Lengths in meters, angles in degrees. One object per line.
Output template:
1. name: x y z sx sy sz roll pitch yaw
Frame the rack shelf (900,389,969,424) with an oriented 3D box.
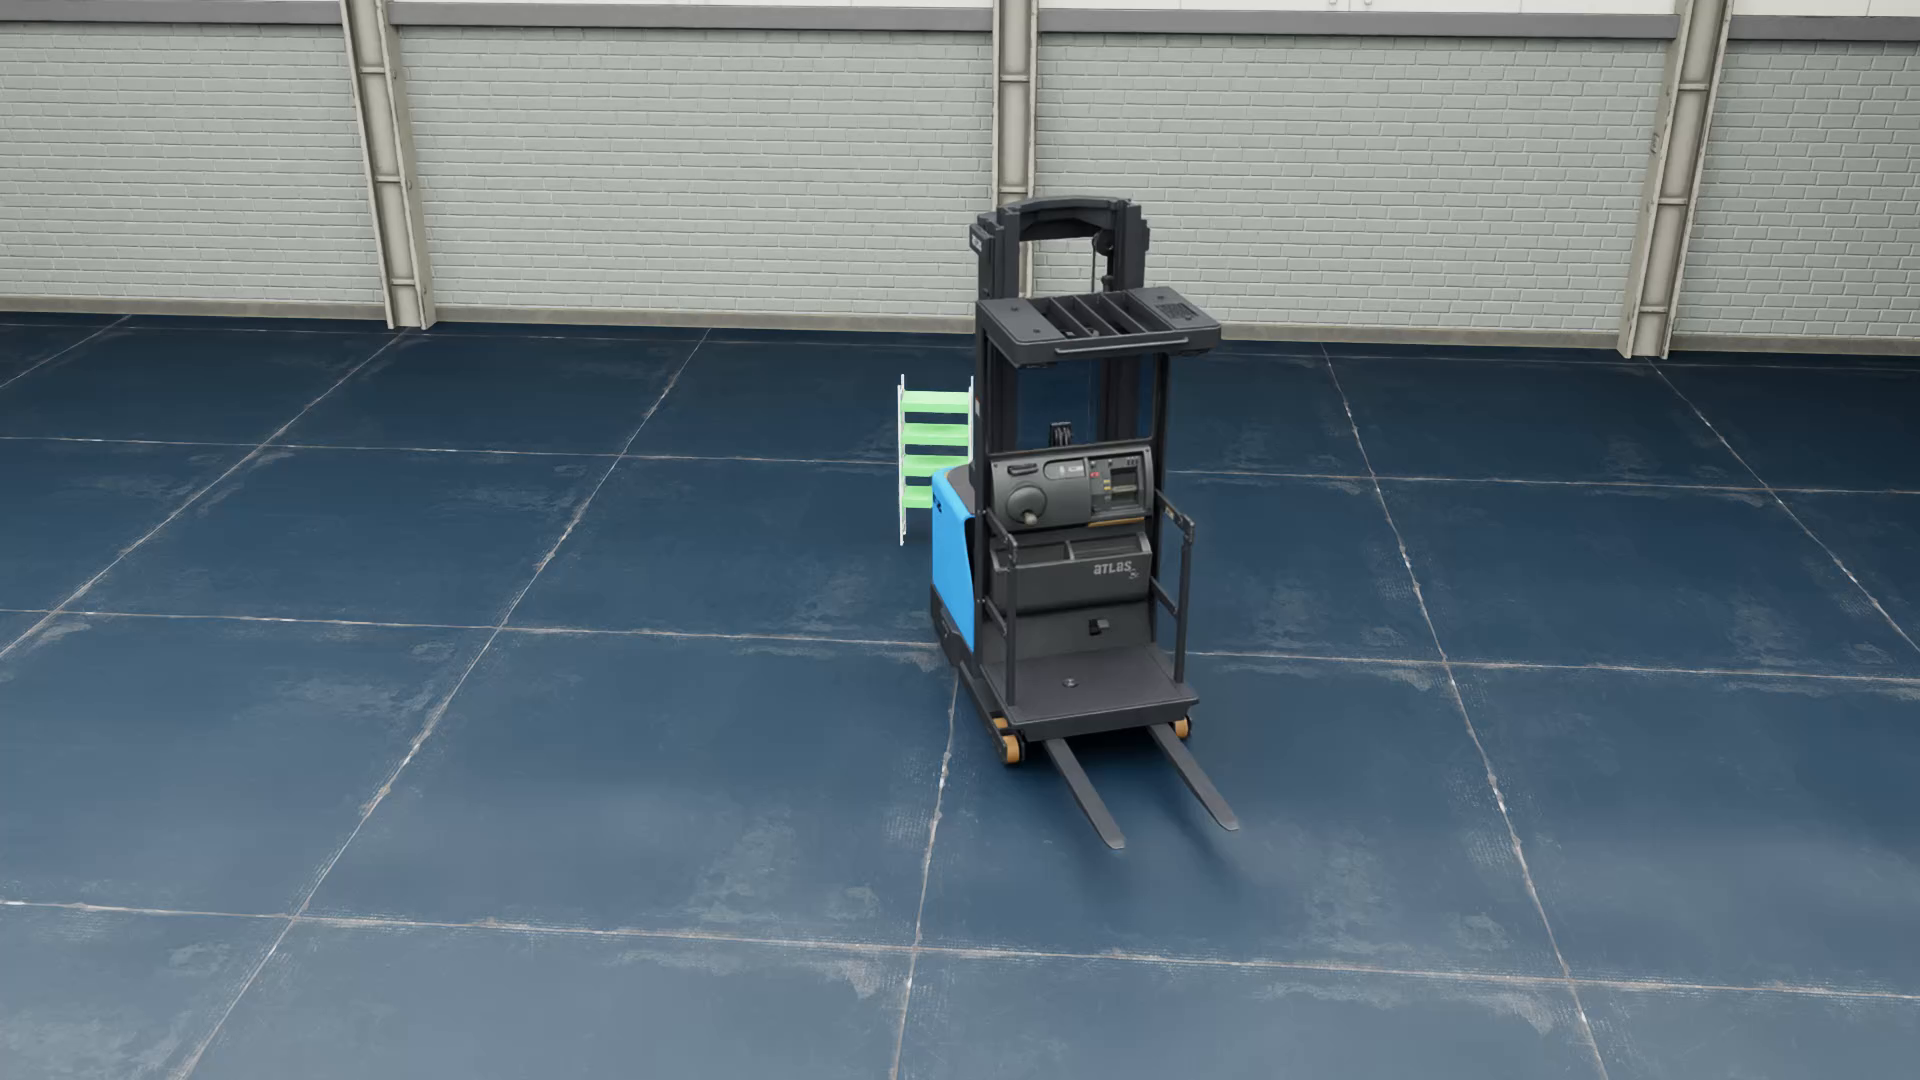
1. rack shelf: -0.165 -0.928 11.548 0.480 0.148 0.258 2 25 4

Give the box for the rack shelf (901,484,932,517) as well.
1. rack shelf: -0.165 -0.274 11.849 0.480 0.148 0.258 2 25 4

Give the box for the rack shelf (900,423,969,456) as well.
1. rack shelf: -0.165 -0.710 11.648 0.480 0.148 0.258 2 25 4

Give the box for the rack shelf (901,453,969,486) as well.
1. rack shelf: -0.165 -0.492 11.749 0.480 0.148 0.258 2 25 4

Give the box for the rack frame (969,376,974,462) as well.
1. rack frame: 0.078 -0.543 11.705 0.015 1.200 0.240 2 25 4

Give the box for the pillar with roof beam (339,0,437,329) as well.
1. pillar with roof beam: -5.809 -4.454 10.876 0.400 9.000 9.100 2 25 4

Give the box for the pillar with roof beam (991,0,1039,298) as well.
1. pillar with roof beam: 0.173 -4.262 10.459 0.400 9.000 9.100 2 25 4

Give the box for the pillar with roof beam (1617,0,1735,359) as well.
1. pillar with roof beam: 6.156 -4.070 10.041 0.400 9.000 9.100 2 25 4

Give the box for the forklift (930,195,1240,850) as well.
1. forklift: 0.684 -0.262 9.025 1.130 2.935 3.031 -6 25 -14

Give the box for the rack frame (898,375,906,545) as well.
1. rack frame: -0.408 -0.558 11.739 0.015 1.200 0.240 2 25 4

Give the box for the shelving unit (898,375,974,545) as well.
1. shelving unit: -0.165 -0.550 11.722 0.503 1.200 0.258 2 25 4
